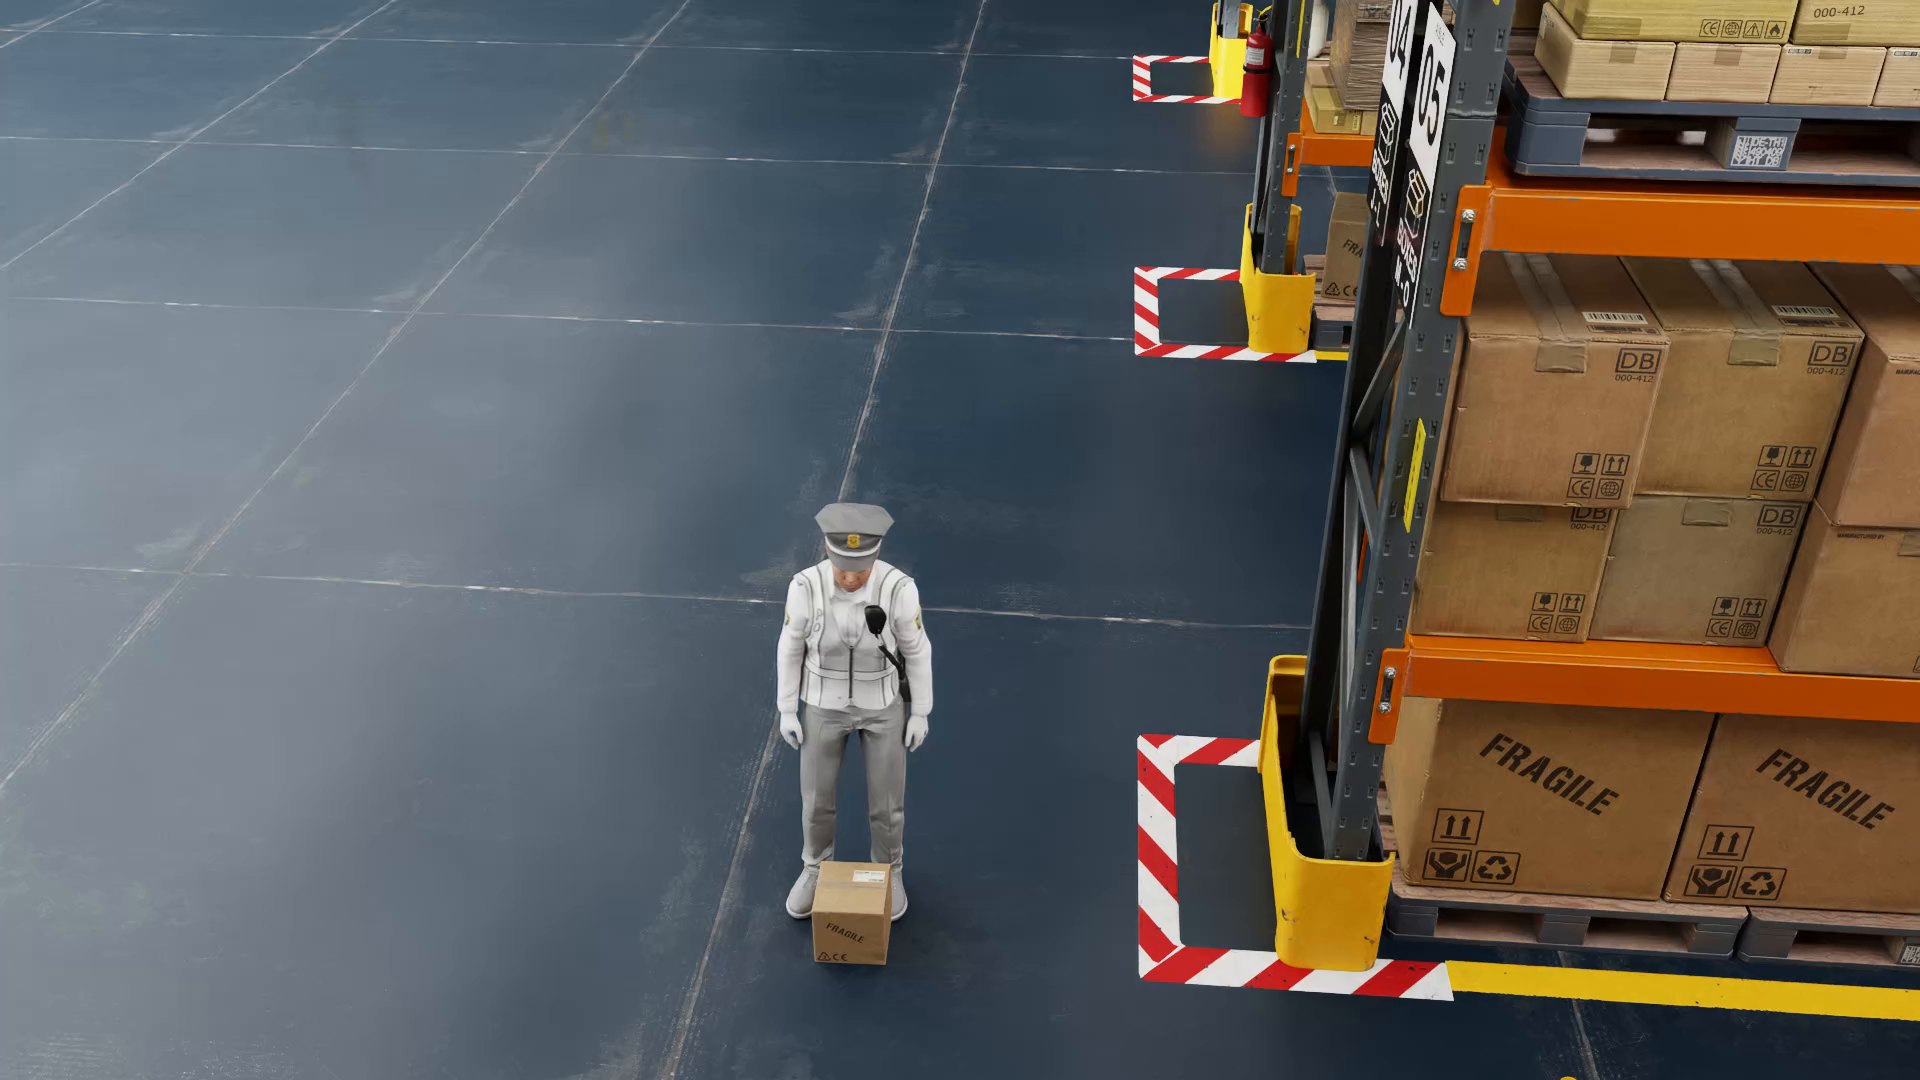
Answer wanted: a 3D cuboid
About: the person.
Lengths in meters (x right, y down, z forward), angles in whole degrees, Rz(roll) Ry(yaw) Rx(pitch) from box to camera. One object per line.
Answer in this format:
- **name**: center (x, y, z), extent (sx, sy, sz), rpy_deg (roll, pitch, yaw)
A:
- **person**: center (-0.361, 0.588, 5.698), extent (0.537, 1.662, 0.373), rpy_deg (1, 32, 1)
